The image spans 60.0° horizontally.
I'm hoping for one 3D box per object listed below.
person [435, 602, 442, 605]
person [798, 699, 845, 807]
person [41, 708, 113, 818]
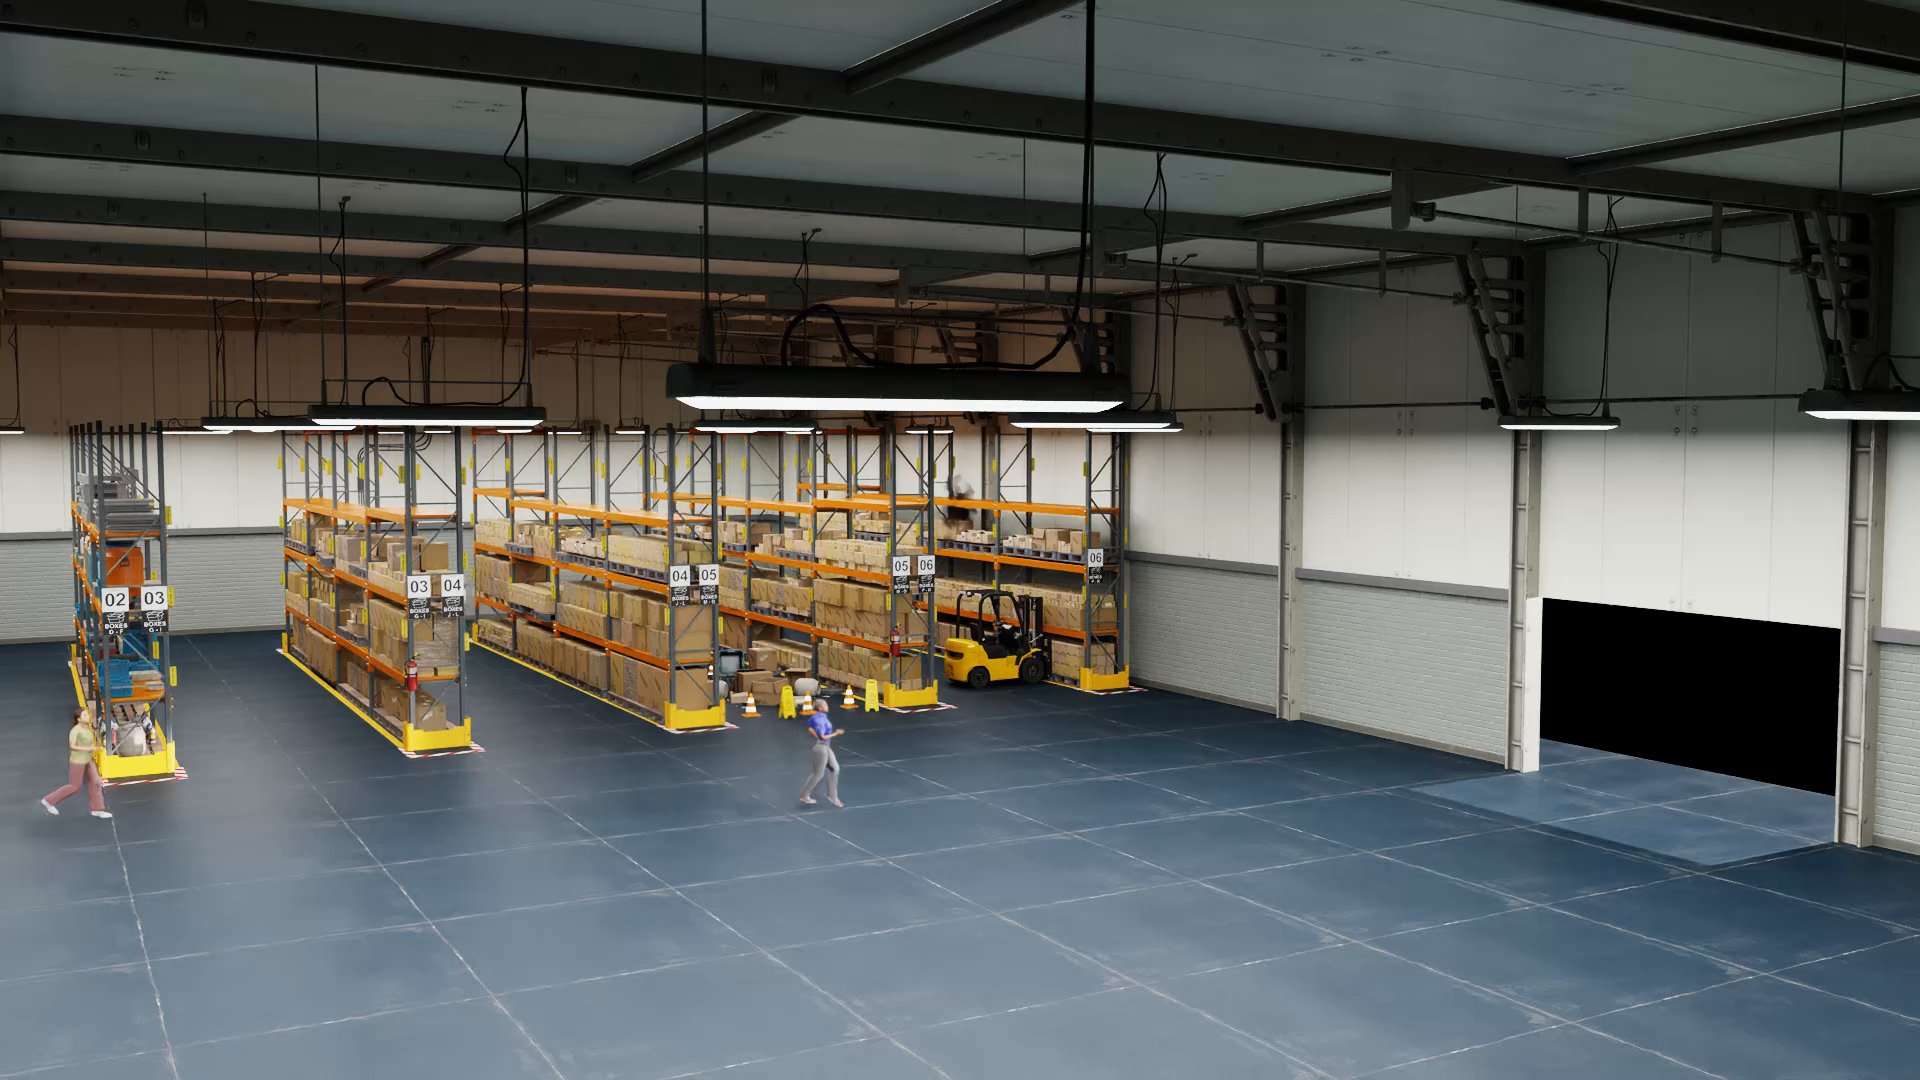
[{"bbox_3d":[-14.447,2.032,45.556,0.671,1.810,0.863,-1,4,-11],"label":"person"},{"bbox_3d":[-2.146,3.303,25.722,0.728,1.713,0.560,0,4,0],"label":"person"},{"bbox_3d":[-13.226,3.352,24.923,0.950,1.674,0.585,0,4,-5],"label":"person"}]
